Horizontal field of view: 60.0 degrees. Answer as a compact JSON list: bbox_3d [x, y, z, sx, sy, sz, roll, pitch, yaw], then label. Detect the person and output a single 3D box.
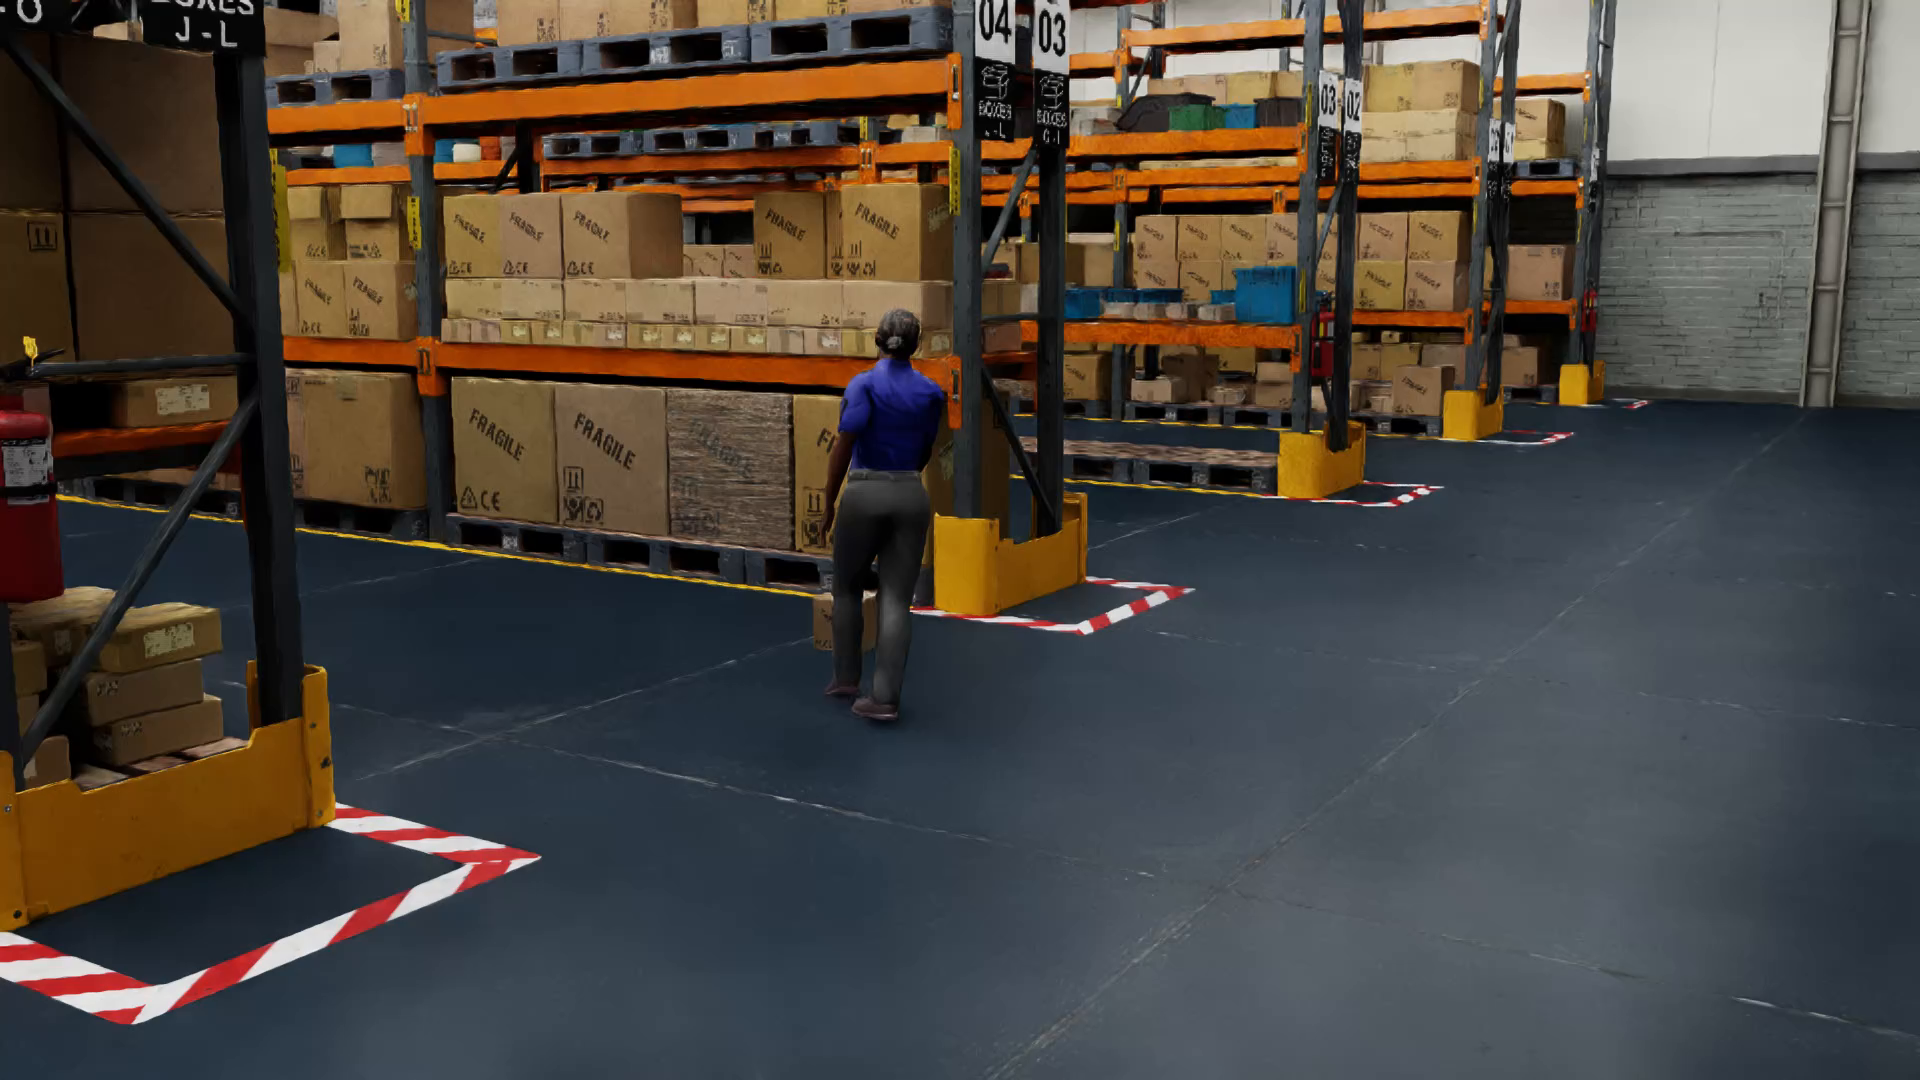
[{"bbox_3d":[-0.336,-0.089,6.739,0.544,1.685,0.699,-3,10,-18],"label":"person"}]
